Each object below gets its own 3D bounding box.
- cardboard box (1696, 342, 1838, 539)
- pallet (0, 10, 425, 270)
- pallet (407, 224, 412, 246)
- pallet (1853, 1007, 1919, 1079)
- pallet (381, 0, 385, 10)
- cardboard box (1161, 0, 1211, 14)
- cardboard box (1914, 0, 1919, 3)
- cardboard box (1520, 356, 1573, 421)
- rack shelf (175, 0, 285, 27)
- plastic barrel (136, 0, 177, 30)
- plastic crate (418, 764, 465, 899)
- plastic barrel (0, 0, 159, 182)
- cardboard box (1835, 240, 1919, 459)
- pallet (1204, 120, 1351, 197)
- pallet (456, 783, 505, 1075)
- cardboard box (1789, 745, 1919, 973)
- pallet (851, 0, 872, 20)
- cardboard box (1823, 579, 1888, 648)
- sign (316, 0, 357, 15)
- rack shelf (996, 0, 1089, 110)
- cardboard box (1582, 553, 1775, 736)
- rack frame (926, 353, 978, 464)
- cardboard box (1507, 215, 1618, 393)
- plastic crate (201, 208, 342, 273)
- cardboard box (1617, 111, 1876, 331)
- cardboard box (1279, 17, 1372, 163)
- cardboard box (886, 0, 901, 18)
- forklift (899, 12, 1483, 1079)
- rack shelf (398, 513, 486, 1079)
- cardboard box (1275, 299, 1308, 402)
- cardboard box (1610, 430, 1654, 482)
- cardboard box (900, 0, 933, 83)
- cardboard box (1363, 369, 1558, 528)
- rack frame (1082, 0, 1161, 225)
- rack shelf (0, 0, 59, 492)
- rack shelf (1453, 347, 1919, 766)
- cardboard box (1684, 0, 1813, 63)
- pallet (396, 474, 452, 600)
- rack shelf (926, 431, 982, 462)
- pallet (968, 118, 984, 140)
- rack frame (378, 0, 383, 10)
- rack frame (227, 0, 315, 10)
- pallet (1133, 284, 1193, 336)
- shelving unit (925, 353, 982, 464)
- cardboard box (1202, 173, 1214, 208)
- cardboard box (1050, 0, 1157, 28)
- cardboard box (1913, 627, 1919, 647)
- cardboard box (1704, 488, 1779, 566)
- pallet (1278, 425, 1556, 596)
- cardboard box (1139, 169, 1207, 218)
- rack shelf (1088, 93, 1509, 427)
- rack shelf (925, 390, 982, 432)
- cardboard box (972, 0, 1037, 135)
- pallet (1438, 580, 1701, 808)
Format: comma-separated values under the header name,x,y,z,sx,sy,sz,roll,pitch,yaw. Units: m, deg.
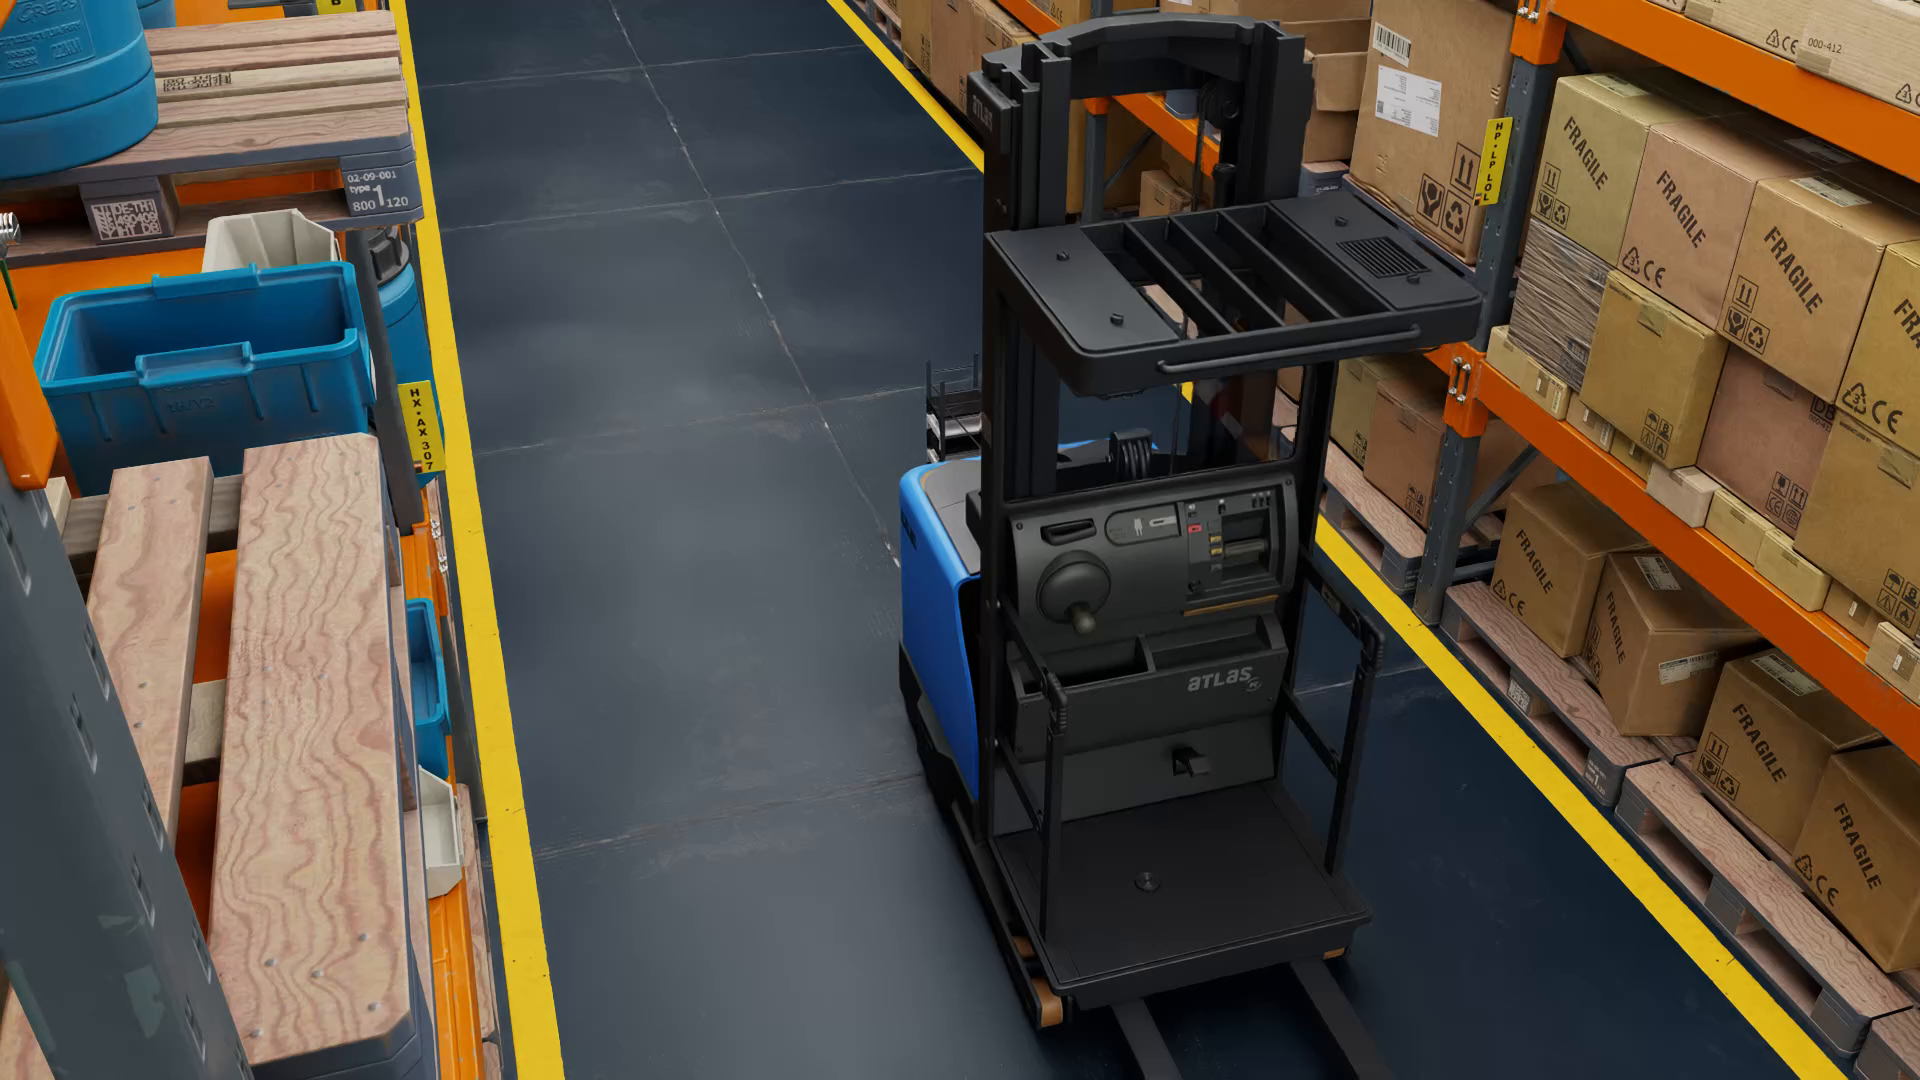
name,x,y,z,sx,sy,sz,roll,pitch,yaw
cardboard box,2.916,-0.395,5.266,0.875,0.500,0.500,-10,35,-15
pallet,-1.934,-0.967,3.943,1.213,0.211,1.003,-10,35,-15
pallet,-4.115,-2.140,10.797,1.003,0.211,1.213,-10,35,-15
pallet,3.453,1.802,4.832,1.003,0.211,1.213,-10,35,-15
pallet,-5.692,-4.854,14.904,1.003,0.211,1.213,-10,35,-15
cardboard box,1.453,-3.030,9.143,0.500,0.500,0.500,-14,36,-21
cardboard box,2.709,-1.444,4.268,0.380,0.149,0.250,-11,35,-16
cardboard box,2.313,-0.588,6.147,0.380,0.149,0.250,-10,35,-15
rack shelf,-2.857,-2.158,6.227,1.077,0.370,4.000,-10,35,-15
plastic barrel,-2.608,-1.848,4.650,0.600,0.901,0.708,-10,35,-15
plastic crate,-1.510,0.763,4.113,0.530,0.136,0.437,-10,35,-15
plastic barrel,-2.045,-1.252,3.367,0.600,0.901,0.708,-10,35,-15
cardboard box,2.834,-0.508,4.530,0.500,0.500,0.500,-10,35,-15
pallet,1.893,-1.977,8.195,1.003,0.211,1.213,-10,35,-15
pallet,-2.081,1.366,5.491,1.003,0.211,1.213,-10,35,-15
cardboard box,3.128,1.008,5.391,0.500,0.500,0.500,-7,34,-10
pallet,-0.503,-5.080,15.247,1.003,0.211,1.213,-10,35,-15
cardboard box,2.839,0.188,4.973,0.380,0.149,0.250,-10,35,-15
sign,-1.719,-1.498,4.568,0.100,0.325,0.005,-10,35,-15
rack shelf,0.640,-3.840,11.492,1.077,0.370,4.000,-10,35,-15
cardboard box,2.736,0.394,6.319,0.500,0.500,0.500,0,33,1
rack frame,-0.033,-0.433,7.589,0.240,0.900,0.006,-10,35,-15
cardboard box,2.549,-0.909,6.044,0.875,0.500,0.500,-10,35,-15
plastic crate,-1.372,-0.523,3.339,0.243,0.136,0.396,-10,35,-15
cardboard box,2.519,-1.031,5.322,0.500,0.500,0.500,-10,35,-15
cardboard box,1.853,-2.102,7.736,0.797,0.503,0.637,-7,34,-10
cardboard box,-0.095,-4.838,13.898,0.875,0.875,0.875,-10,35,-15
forklift,0.670,0.102,4.937,1.130,2.935,3.031,-9,35,-14
rack shelf,-1.637,1.194,3.875,1.077,0.370,4.000,-10,35,-15
cardboard box,2.005,-1.003,8.416,0.700,0.500,0.500,-13,36,-19
cardboard box,2.501,-0.332,5.759,0.380,0.149,0.250,-10,35,-15
cardboard box,0.244,-4.146,12.850,1.225,0.875,0.875,-10,35,-15
cardboard box,2.303,-0.456,7.588,0.700,0.500,0.500,-13,36,-18
rack frame,1.250,-3.090,9.705,1.000,3.000,0.127,-10,35,-15
rack shelf,-1.637,-1.142,2.332,1.077,0.370,4.000,-10,35,-15
rack shelf,3.080,0.361,5.136,1.077,0.370,4.000,-10,35,-15
cardboard box,2.530,-1.622,4.899,0.500,0.250,0.500,-10,35,-15
pallet,-2.899,-0.041,7.620,1.003,0.211,1.213,-10,35,-15
rack shelf,-0.002,-0.427,7.477,0.258,0.077,0.200,-10,35,-15
pallet,0.713,-2.992,12.087,1.003,0.211,1.213,-10,35,-15
rack frame,-4.687,-4.357,11.623,1.000,3.000,0.127,-10,35,-15
rack frame,-2.247,-2.660,3.612,1.000,3.000,0.127,-10,35,-15
pallet,1.487,-1.516,9.852,1.003,0.211,1.213,-10,35,-15
shelving unit,-0.002,-0.380,7.508,0.258,0.900,0.210,-10,35,-15
cardboard box,1.655,-1.920,9.122,0.500,0.250,0.500,-6,34,-9
cardboard box,0.864,-3.349,10.006,0.500,0.500,0.500,-9,35,-13
cardboard box,3.171,0.139,4.458,0.875,0.500,0.500,-10,35,-15
cardboard box,2.654,-0.069,5.362,0.380,0.149,0.250,-10,35,-15
pallet,2.231,-0.235,7.914,1.003,0.211,1.213,-10,35,-15
cardboard box,1.474,-1.882,9.745,0.700,0.500,0.500,-12,35,-17
rack shelf,1.860,-1.739,8.314,1.077,0.370,4.000,-10,35,-15
rack shelf,-0.002,-0.577,7.378,0.258,0.077,0.200,-10,35,-15
cardboard box,0.795,-3.213,11.439,1.225,0.875,0.875,-10,35,-15
pallet,2.709,0.521,6.771,1.003,0.211,1.213,-10,35,-15
